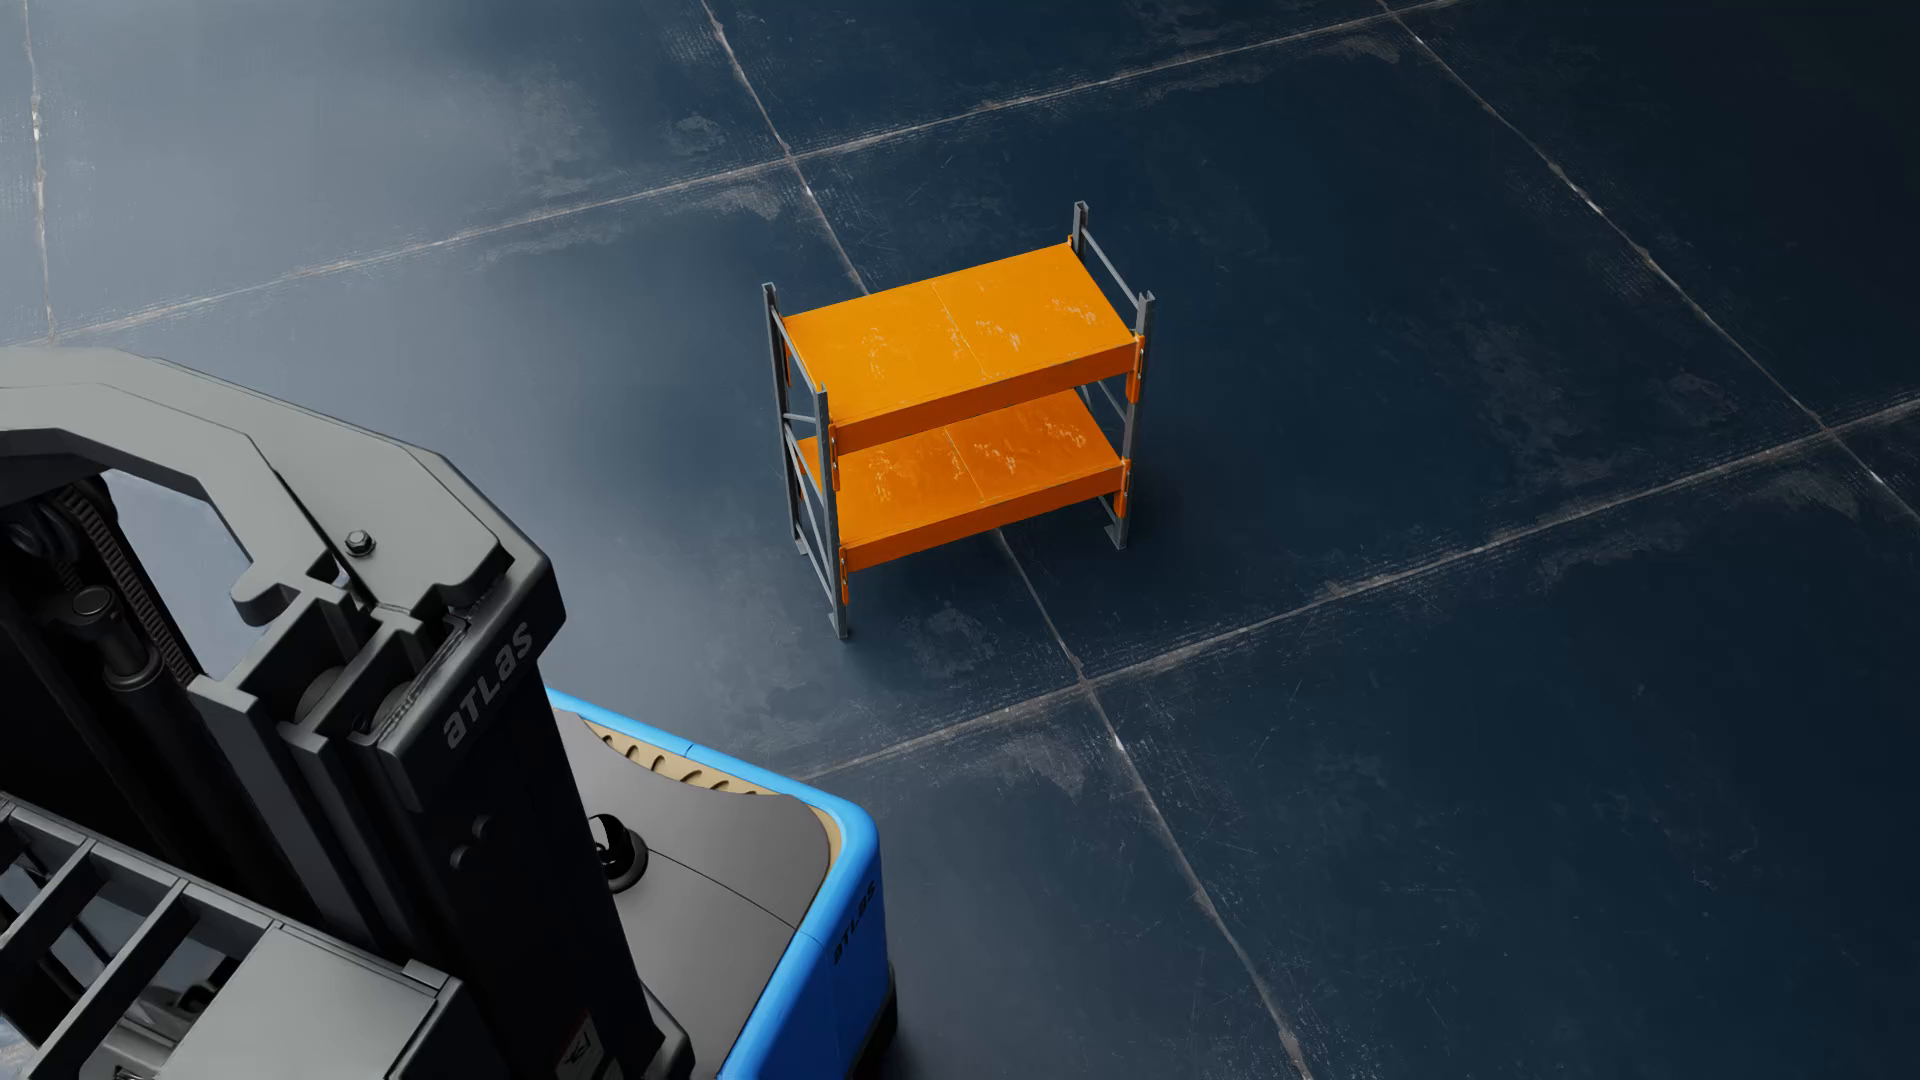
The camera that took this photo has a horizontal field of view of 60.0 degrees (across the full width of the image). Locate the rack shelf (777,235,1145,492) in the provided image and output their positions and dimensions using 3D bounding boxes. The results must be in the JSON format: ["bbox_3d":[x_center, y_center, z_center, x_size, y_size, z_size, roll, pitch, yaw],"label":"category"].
[{"bbox_3d":[-0.006,-0.555,5.100,1.000,0.278,0.538,-17,52,-14],"label":"rack shelf"}]

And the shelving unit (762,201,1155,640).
[{"bbox_3d":[-0.006,-0.365,5.322,1.048,1.125,0.538,-17,52,-14],"label":"shelving unit"}]

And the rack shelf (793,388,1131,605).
[{"bbox_3d":[-0.006,-0.205,5.507,1.000,0.278,0.538,-17,52,-14],"label":"rack shelf"}]

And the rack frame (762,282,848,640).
[{"bbox_3d":[-0.477,-0.219,5.196,0.032,1.125,0.500,-17,52,-14],"label":"rack frame"}]

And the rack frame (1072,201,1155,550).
[{"bbox_3d":[0.464,-0.510,5.447,0.032,1.125,0.500,-17,52,-14],"label":"rack frame"}]

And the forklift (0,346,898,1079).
[{"bbox_3d":[-1.219,1.253,2.742,1.130,2.935,3.031,18,52,15],"label":"forklift"}]
